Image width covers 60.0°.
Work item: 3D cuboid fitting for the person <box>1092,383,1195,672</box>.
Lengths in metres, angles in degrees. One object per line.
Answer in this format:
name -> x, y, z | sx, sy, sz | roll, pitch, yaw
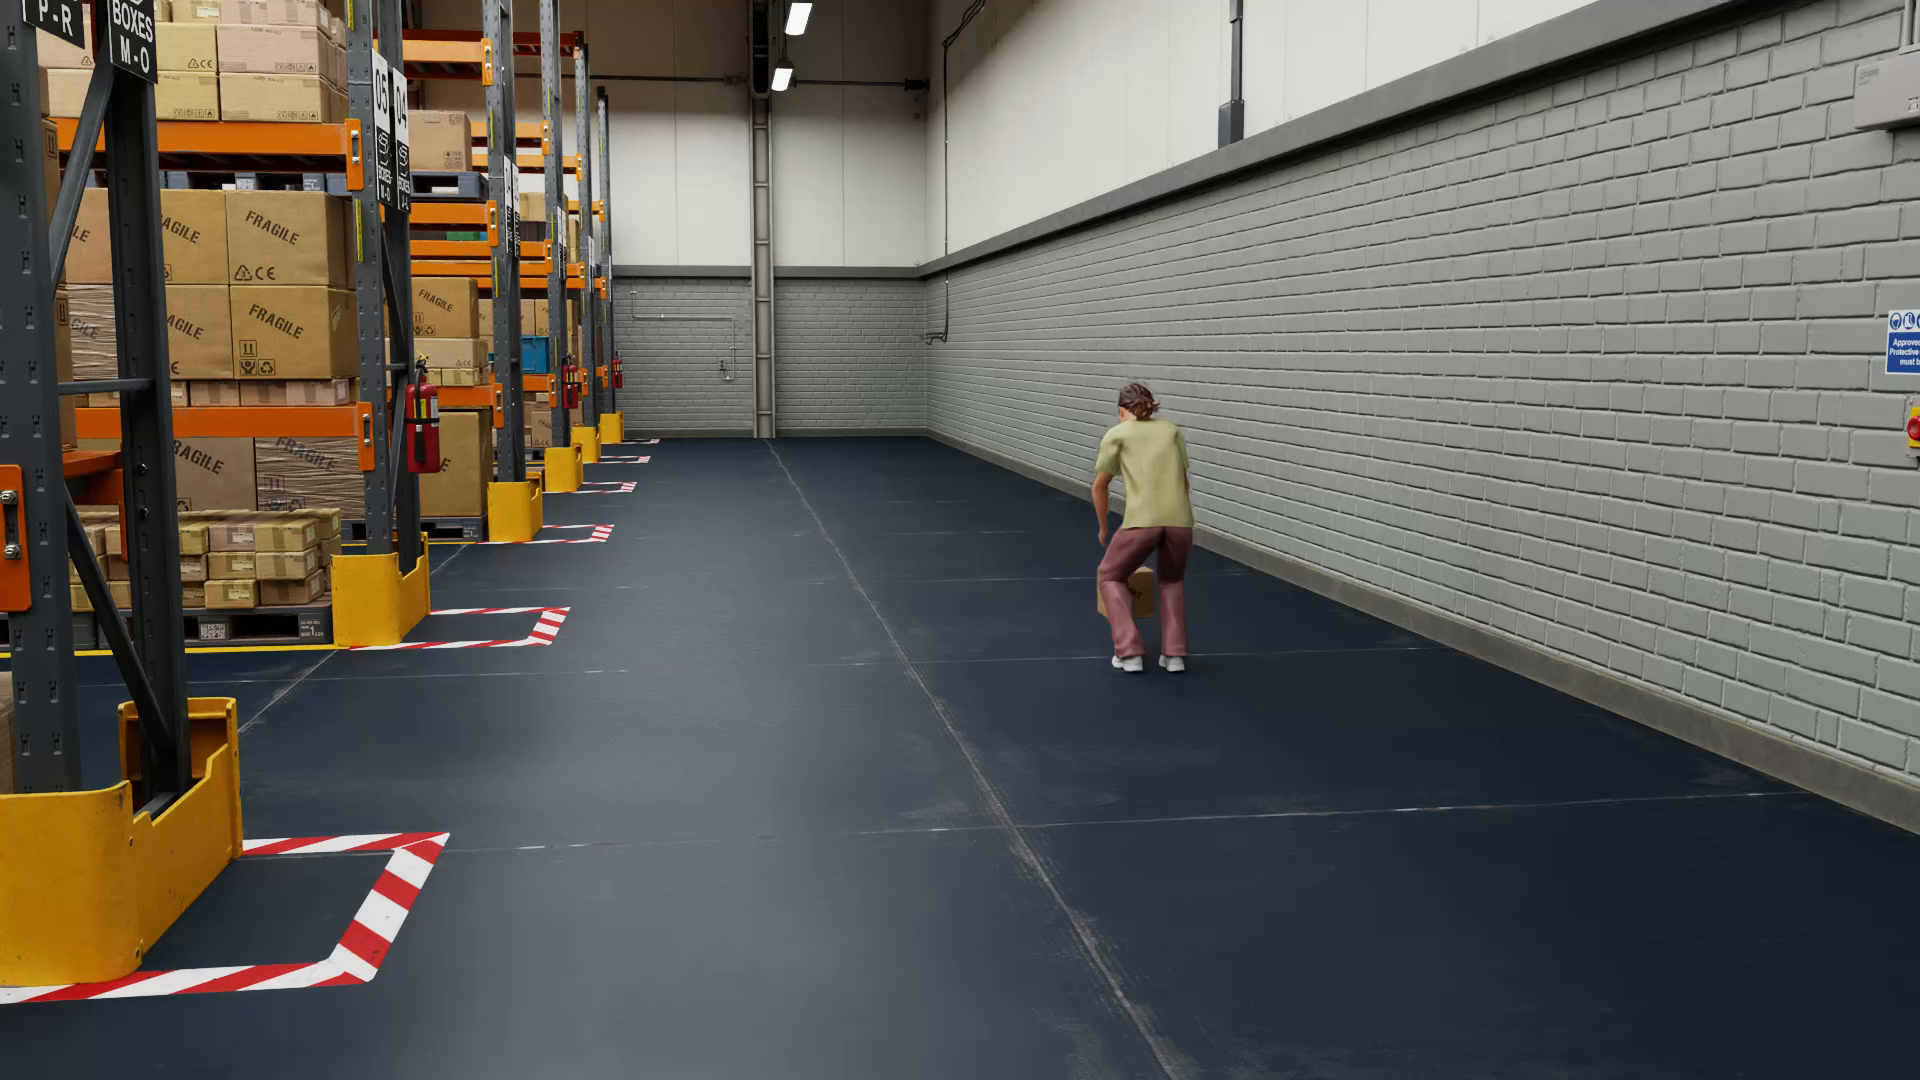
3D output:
person -> 0.924, -0.063, 8.396 | 0.507, 1.444, 0.595 | -1, 7, -8
